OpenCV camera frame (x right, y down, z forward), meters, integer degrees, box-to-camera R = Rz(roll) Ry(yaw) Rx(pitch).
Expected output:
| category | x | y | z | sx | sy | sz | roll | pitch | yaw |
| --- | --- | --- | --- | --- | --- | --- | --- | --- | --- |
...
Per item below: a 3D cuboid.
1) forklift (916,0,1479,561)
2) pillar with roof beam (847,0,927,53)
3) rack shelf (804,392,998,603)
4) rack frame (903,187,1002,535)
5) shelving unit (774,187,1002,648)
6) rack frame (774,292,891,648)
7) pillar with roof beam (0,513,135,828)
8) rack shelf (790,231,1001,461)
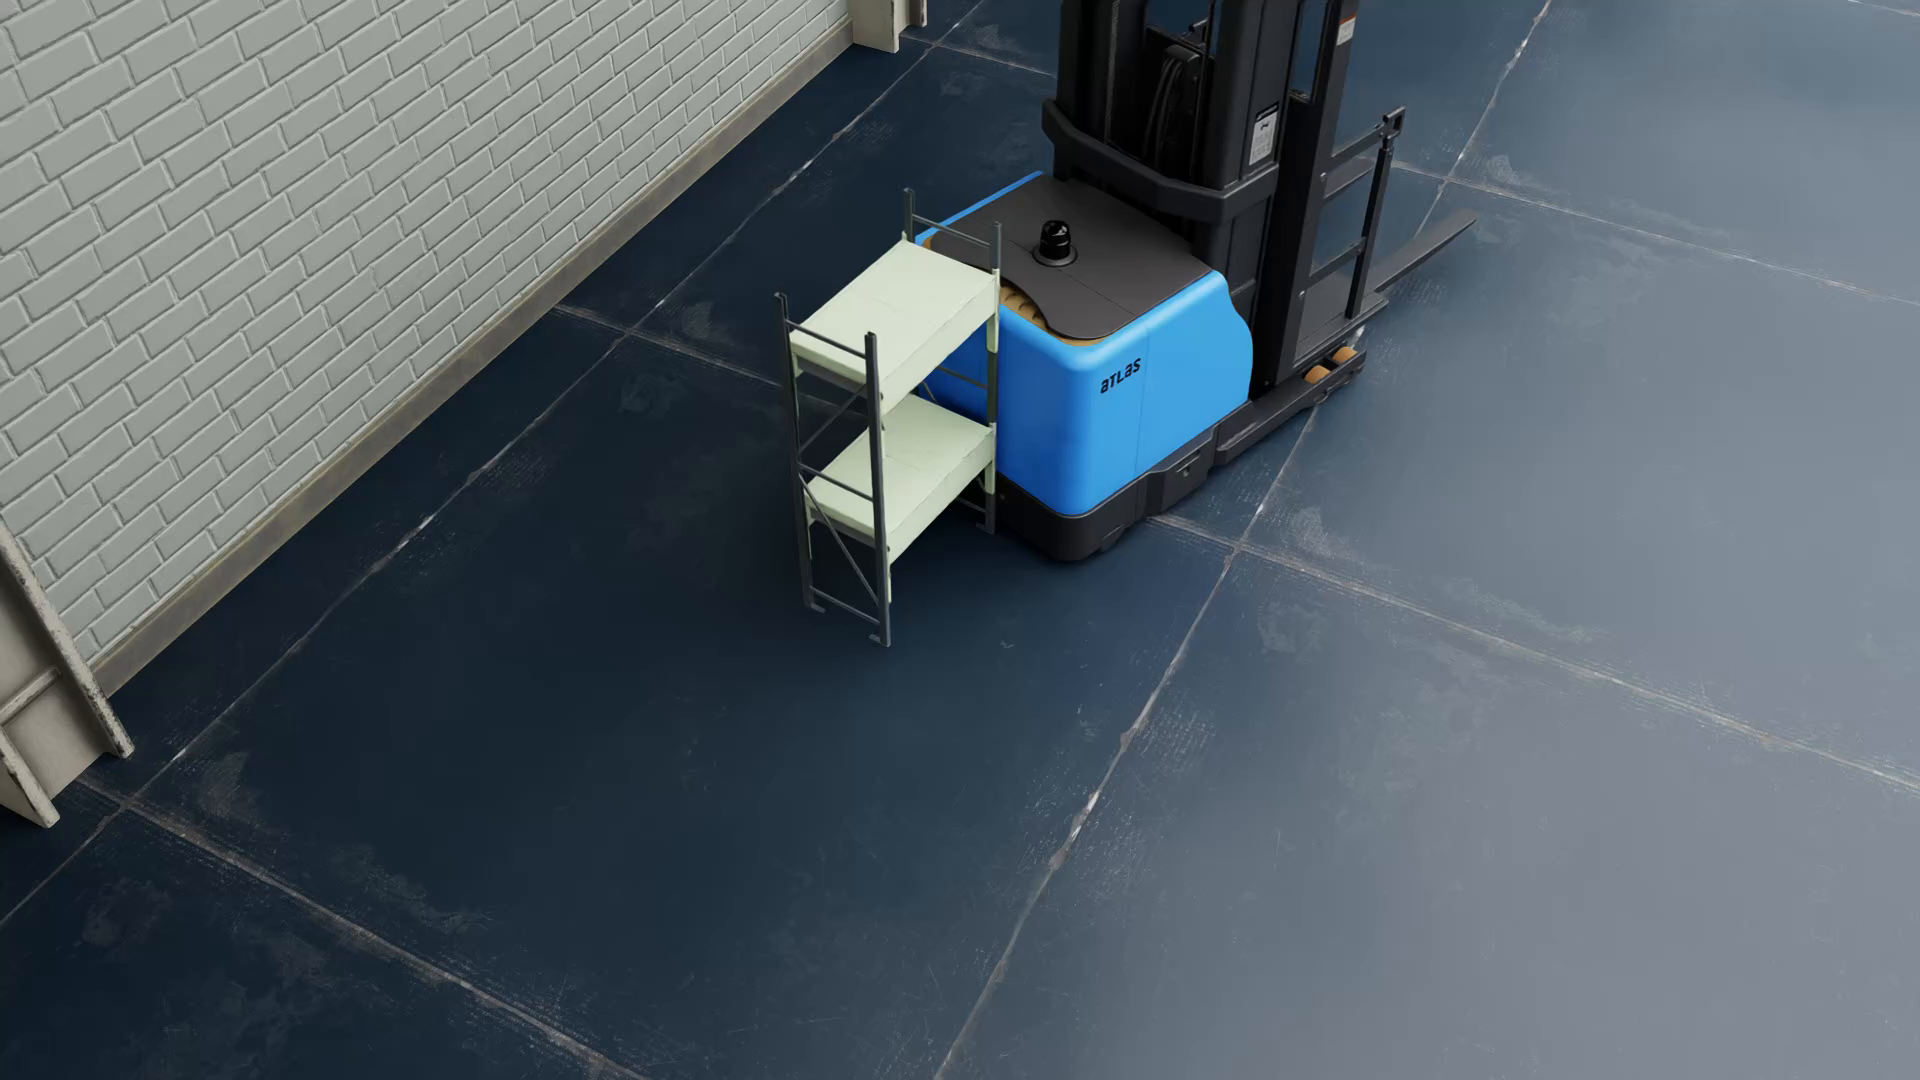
| category | x | y | z | sx | sy | sz | roll | pitch | yaw |
| --- | --- | --- | --- | --- | --- | --- | --- | --- | --- |
| forklift | 1.166 | -1.875 | 6.542 | 3.031 | 2.935 | 1.130 | -34 | 54 | -29 |
| pillar with roof beam | 3.394 | -4.696 | 5.064 | 9.100 | 9.000 | 0.400 | 20 | 49 | 19 |
| rack shelf | -0.233 | -0.187 | 6.339 | 0.431 | 0.370 | 0.720 | 26 | 51 | 23 |
| rack frame | -0.029 | -0.632 | 6.320 | 0.400 | 1.500 | 0.023 | 26 | 51 | 23 |
| shelving unit | -0.233 | -0.416 | 6.107 | 0.431 | 1.500 | 0.755 | 26 | 51 | 23 |
| rack frame | -0.437 | -0.200 | 5.893 | 0.400 | 1.500 | 0.023 | 26 | 51 | 23 |
| pillar with roof beam | 0.609 | -0.916 | 1.328 | 9.100 | 9.000 | 0.400 | 20 | 49 | 19 |
| rack shelf | -0.233 | -0.691 | 5.829 | 0.431 | 0.370 | 0.720 | 26 | 51 | 23 |
